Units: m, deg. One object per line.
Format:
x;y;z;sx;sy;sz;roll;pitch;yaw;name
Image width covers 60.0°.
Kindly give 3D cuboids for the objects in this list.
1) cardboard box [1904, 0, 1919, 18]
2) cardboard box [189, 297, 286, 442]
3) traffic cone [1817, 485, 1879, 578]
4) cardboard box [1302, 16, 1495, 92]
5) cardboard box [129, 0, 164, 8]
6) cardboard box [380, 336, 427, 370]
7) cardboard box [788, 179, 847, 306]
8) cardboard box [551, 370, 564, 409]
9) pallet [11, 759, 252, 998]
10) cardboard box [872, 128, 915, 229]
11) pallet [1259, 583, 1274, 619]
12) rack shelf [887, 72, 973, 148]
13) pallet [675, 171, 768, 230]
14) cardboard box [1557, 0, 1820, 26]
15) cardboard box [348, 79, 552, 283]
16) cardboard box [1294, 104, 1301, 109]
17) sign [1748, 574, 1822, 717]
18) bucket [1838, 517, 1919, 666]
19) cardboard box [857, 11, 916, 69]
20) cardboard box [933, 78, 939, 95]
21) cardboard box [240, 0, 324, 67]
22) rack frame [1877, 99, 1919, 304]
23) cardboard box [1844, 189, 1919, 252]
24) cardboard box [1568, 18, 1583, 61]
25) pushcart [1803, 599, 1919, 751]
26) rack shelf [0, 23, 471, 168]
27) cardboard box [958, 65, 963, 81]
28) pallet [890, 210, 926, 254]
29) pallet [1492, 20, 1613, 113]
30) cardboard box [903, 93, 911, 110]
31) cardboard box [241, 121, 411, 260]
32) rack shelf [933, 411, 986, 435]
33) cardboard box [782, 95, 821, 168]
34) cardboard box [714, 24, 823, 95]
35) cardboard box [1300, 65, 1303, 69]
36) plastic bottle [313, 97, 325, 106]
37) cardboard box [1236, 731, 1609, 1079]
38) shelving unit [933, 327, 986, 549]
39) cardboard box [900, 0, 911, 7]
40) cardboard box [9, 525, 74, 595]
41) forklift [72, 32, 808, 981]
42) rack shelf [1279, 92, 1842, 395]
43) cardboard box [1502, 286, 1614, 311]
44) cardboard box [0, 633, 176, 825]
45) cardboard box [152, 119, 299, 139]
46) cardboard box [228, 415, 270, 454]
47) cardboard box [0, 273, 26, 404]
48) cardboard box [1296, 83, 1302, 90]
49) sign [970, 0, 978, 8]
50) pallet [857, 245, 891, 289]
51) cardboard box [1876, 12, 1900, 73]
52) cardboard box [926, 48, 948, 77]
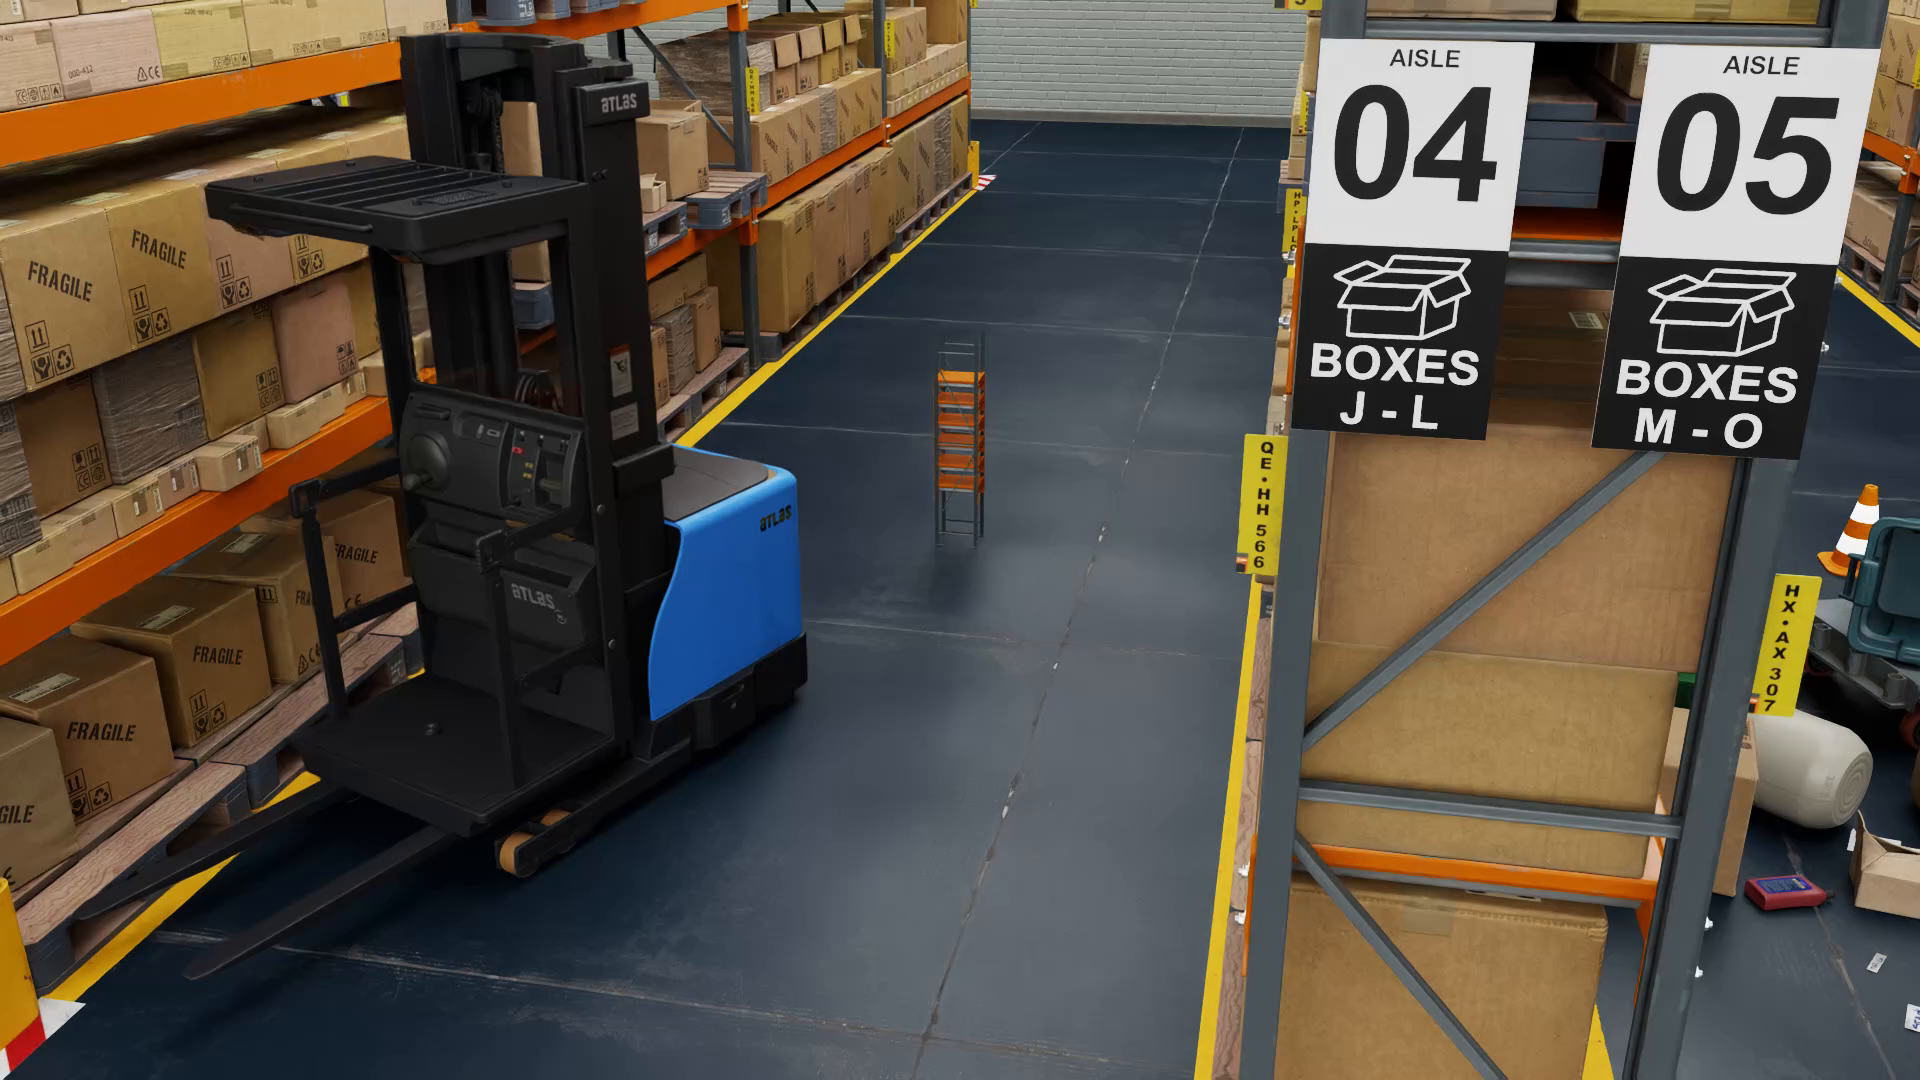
8.516;-4.650;14.544;0.380;0.149;0.250;4;22;10;cardboard box
-3.258;-0.733;6.628;0.875;0.500;0.500;4;22;11;cardboard box
4.841;-0.070;8.907;0.336;0.463;0.334;4;22;11;traffic cone
0.931;-1.045;3.558;0.380;0.149;0.250;4;22;11;cardboard box
-3.053;-1.954;5.843;0.380;0.149;0.250;4;22;10;cardboard box
-2.750;-0.864;7.821;0.380;0.149;0.250;4;22;11;cardboard box
-1.657;-2.508;13.847;1.225;0.875;0.875;5;22;11;cardboard box
-2.561;-0.700;9.833;0.700;0.500;0.500;4;22;11;cardboard box
-3.424;1.175;6.154;1.003;0.211;1.213;4;22;11;pallet
-0.978;-3.630;16.633;0.875;0.875;0.875;4;22;11;cardboard box
2.095;0.161;8.671;1.003;0.211;1.213;4;22;11;pallet
-0.783;-4.583;17.681;1.077;0.370;4.000;4;22;11;rack shelf
-2.048;-2.365;11.466;1.213;0.211;1.003;4;22;11;pallet
1.545;-1.239;3.507;0.500;0.250;0.500;4;22;11;cardboard box
-2.524;-2.012;8.970;1.000;1.000;1.000;5;22;11;cardboard box
2.533;-2.967;11.684;0.380;0.149;0.250;4;22;10;cardboard box
1.738;0.225;3.516;0.100;0.325;0.005;4;22;11;sign
4.241;0.195;7.203;0.726;0.611;0.620;13;15;29;bucket
-0.735;-4.937;16.395;0.500;0.500;0.500;4;22;11;cardboard box
-0.437;-4.817;17.636;0.380;0.149;0.250;5;22;12;cardboard box
-2.876;-2.018;6.534;0.500;0.250;0.500;4;22;11;cardboard box
8.511;-3.430;13.854;1.000;3.000;0.127;4;22;11;rack frame
8.926;-2.985;15.617;0.875;0.438;0.875;4;22;9;cardboard box
1.733;-1.276;4.132;0.380;0.149;0.250;5;22;11;cardboard box
4.636;0.557;7.466;1.648;0.377;0.936;-3;22;-8;pushcart
-3.231;-1.586;6.223;1.077;0.370;4.000;4;22;11;rack shelf
-0.176;-5.281;18.787;0.380;0.149;0.250;5;22;11;cardboard box
-0.959;-3.164;16.927;1.003;0.211;1.213;4;22;11;pallet
1.583;-1.451;5.046;1.003;0.211;1.213;4;22;11;pallet
-0.698;-4.344;16.461;0.380;0.149;0.250;5;23;13;cardboard box
-2.747;-1.539;7.289;0.500;0.500;0.500;4;22;11;cardboard box
-0.003;-0.621;9.088;0.258;0.103;0.180;4;22;11;rack shelf
-1.437;-3.302;13.404;0.500;0.500;0.500;4;22;10;cardboard box
-1.576;-3.984;13.754;0.797;0.503;0.637;5;23;13;cardboard box
3.063;-3.913;14.032;0.380;0.149;0.250;5;22;12;cardboard box
-5.981;-4.018;15.482;0.152;0.276;0.135;4;22;11;plastic bottle
1.269;1.156;4.749;0.875;0.875;0.875;5;22;11;cardboard box
-0.003;-0.551;9.116;0.258;1.200;0.189;4;22;11;shelving unit
-0.839;-5.726;18.356;0.500;0.500;0.500;4;22;10;cardboard box
-3.213;0.054;5.541;0.380;0.149;0.250;4;22;11;cardboard box
-1.908;-0.298;6.171;1.130;2.935;3.031;13;26;30;forklift
1.604;-1.171;5.193;1.077;0.370;4.000;4;22;11;rack shelf
1.578;-0.487;4.902;0.875;0.550;0.550;4;22;11;cardboard box
-3.407;0.720;6.335;0.500;0.500;0.500;11;24;25;cardboard box
-3.265;-1.579;7.390;0.500;0.500;0.500;4;22;11;cardboard box
-3.026;-0.409;6.690;0.380;0.149;0.250;4;22;11;cardboard box
-3.261;-0.625;5.020;0.500;0.500;0.500;4;22;11;cardboard box
2.799;-3.443;12.866;0.380;0.149;0.250;5;23;13;cardboard box
0.154;-6.249;18.987;0.100;0.325;0.005;4;22;11;sign
-1.275;-2.604;15.536;1.003;0.211;1.213;4;22;11;pallet
8.543;-4.505;15.053;0.500;0.500;0.500;5;22;12;cardboard box
-0.421;-5.147;17.922;0.500;0.250;0.500;4;22;9;cardboard box
